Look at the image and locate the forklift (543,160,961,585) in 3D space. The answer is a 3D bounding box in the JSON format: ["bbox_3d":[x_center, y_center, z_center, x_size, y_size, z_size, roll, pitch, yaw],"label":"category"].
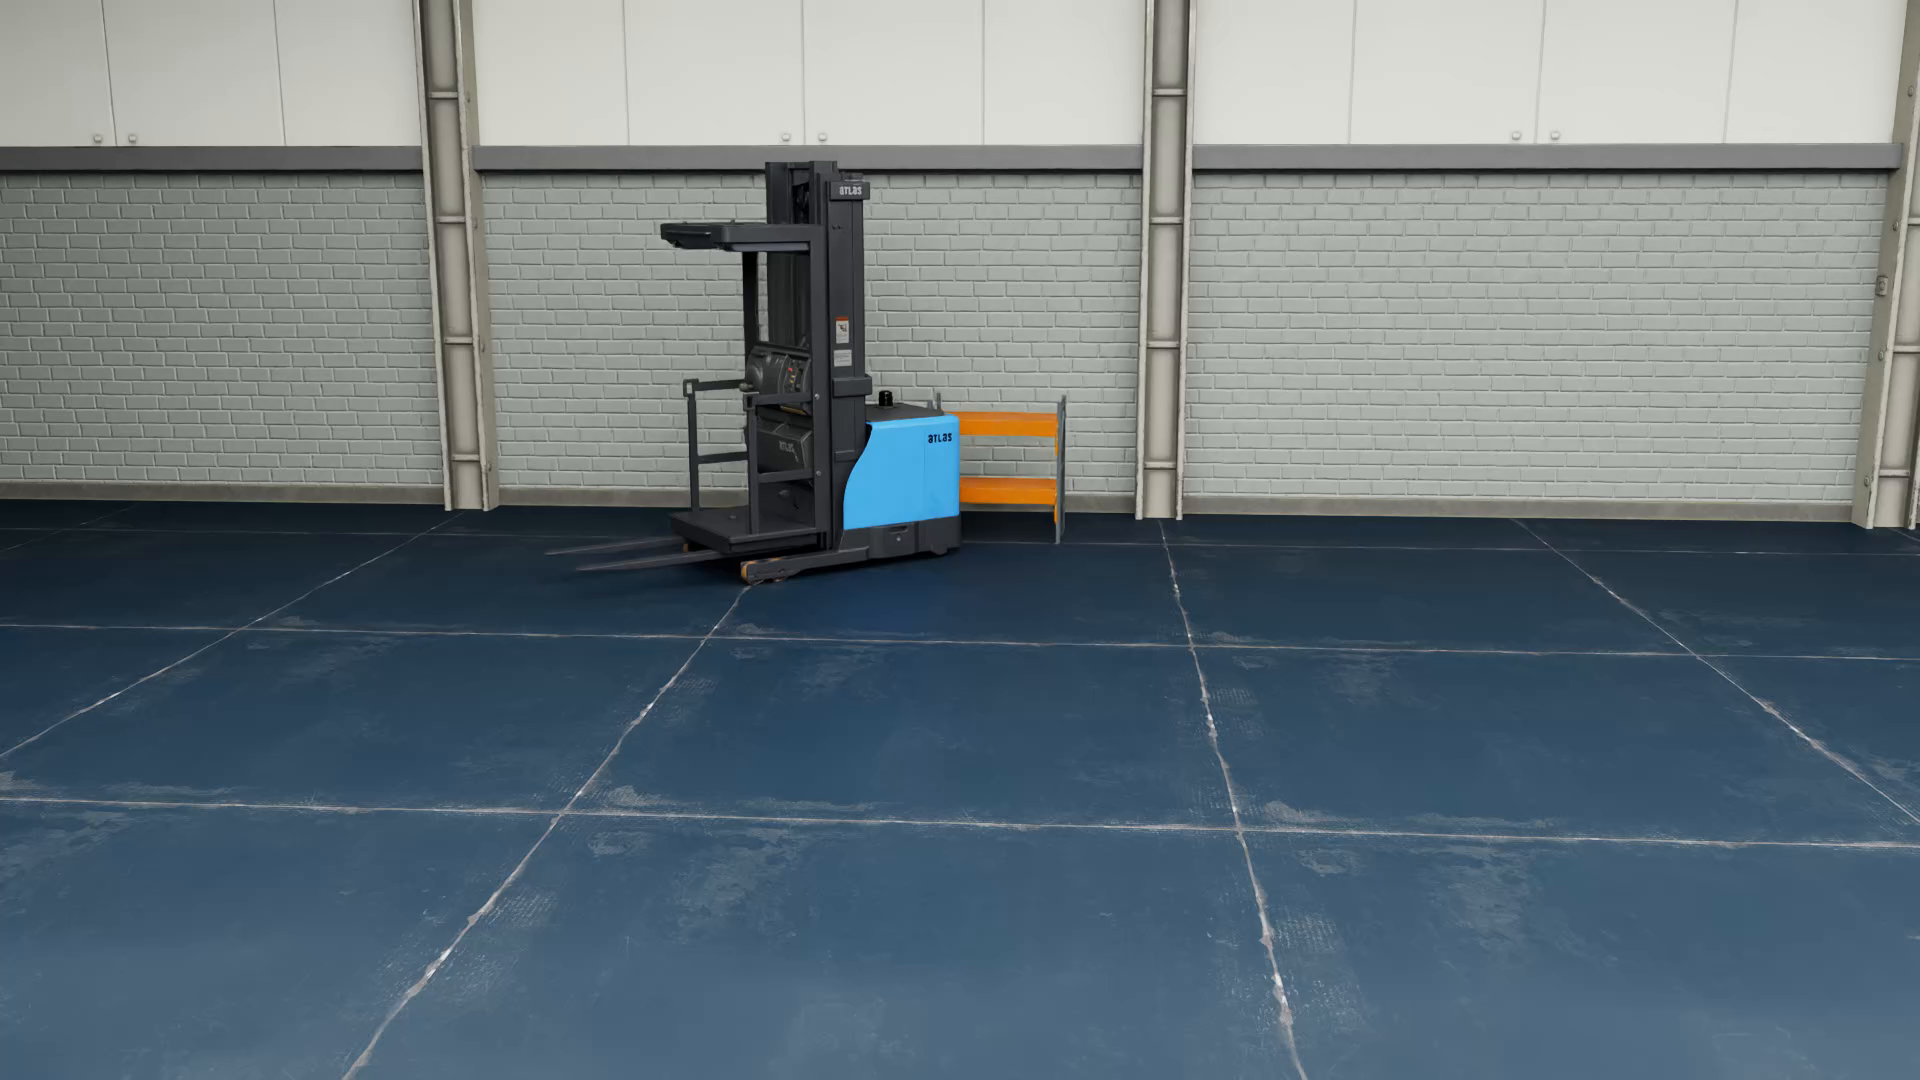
[{"bbox_3d":[-1.501,-1.240,12.039,3.031,2.935,1.130,-8,14,-33],"label":"forklift"}]

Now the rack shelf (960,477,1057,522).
[{"bbox_3d":[0.299,-0.341,13.345,1.000,0.278,0.538,2,12,8],"label":"rack shelf"}]

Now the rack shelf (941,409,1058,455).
[{"bbox_3d":[0.299,-0.867,13.235,1.000,0.278,0.538,2,12,8],"label":"rack shelf"}]

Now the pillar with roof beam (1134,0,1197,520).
[{"bbox_3d":[1.410,-3.731,9.125,0.400,9.000,9.100,1,12,4],"label":"pillar with roof beam"}]

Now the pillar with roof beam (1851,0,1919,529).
[{"bbox_3d":[7.397,-3.649,8.732,0.400,9.000,9.100,1,12,4],"label":"pillar with roof beam"}]

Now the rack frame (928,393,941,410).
[{"bbox_3d":[-0.204,-0.595,13.363,0.032,1.125,0.500,2,12,8],"label":"rack frame"}]

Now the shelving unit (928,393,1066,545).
[{"bbox_3d":[0.299,-0.580,13.295,1.048,1.125,0.538,2,12,8],"label":"shelving unit"}]

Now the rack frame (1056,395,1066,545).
[{"bbox_3d":[0.803,-0.566,13.227,0.032,1.125,0.500,2,12,8],"label":"rack frame"}]

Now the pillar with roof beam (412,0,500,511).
[{"bbox_3d":[-4.577,-3.813,9.517,0.400,9.000,9.100,1,12,4],"label":"pillar with roof beam"}]
